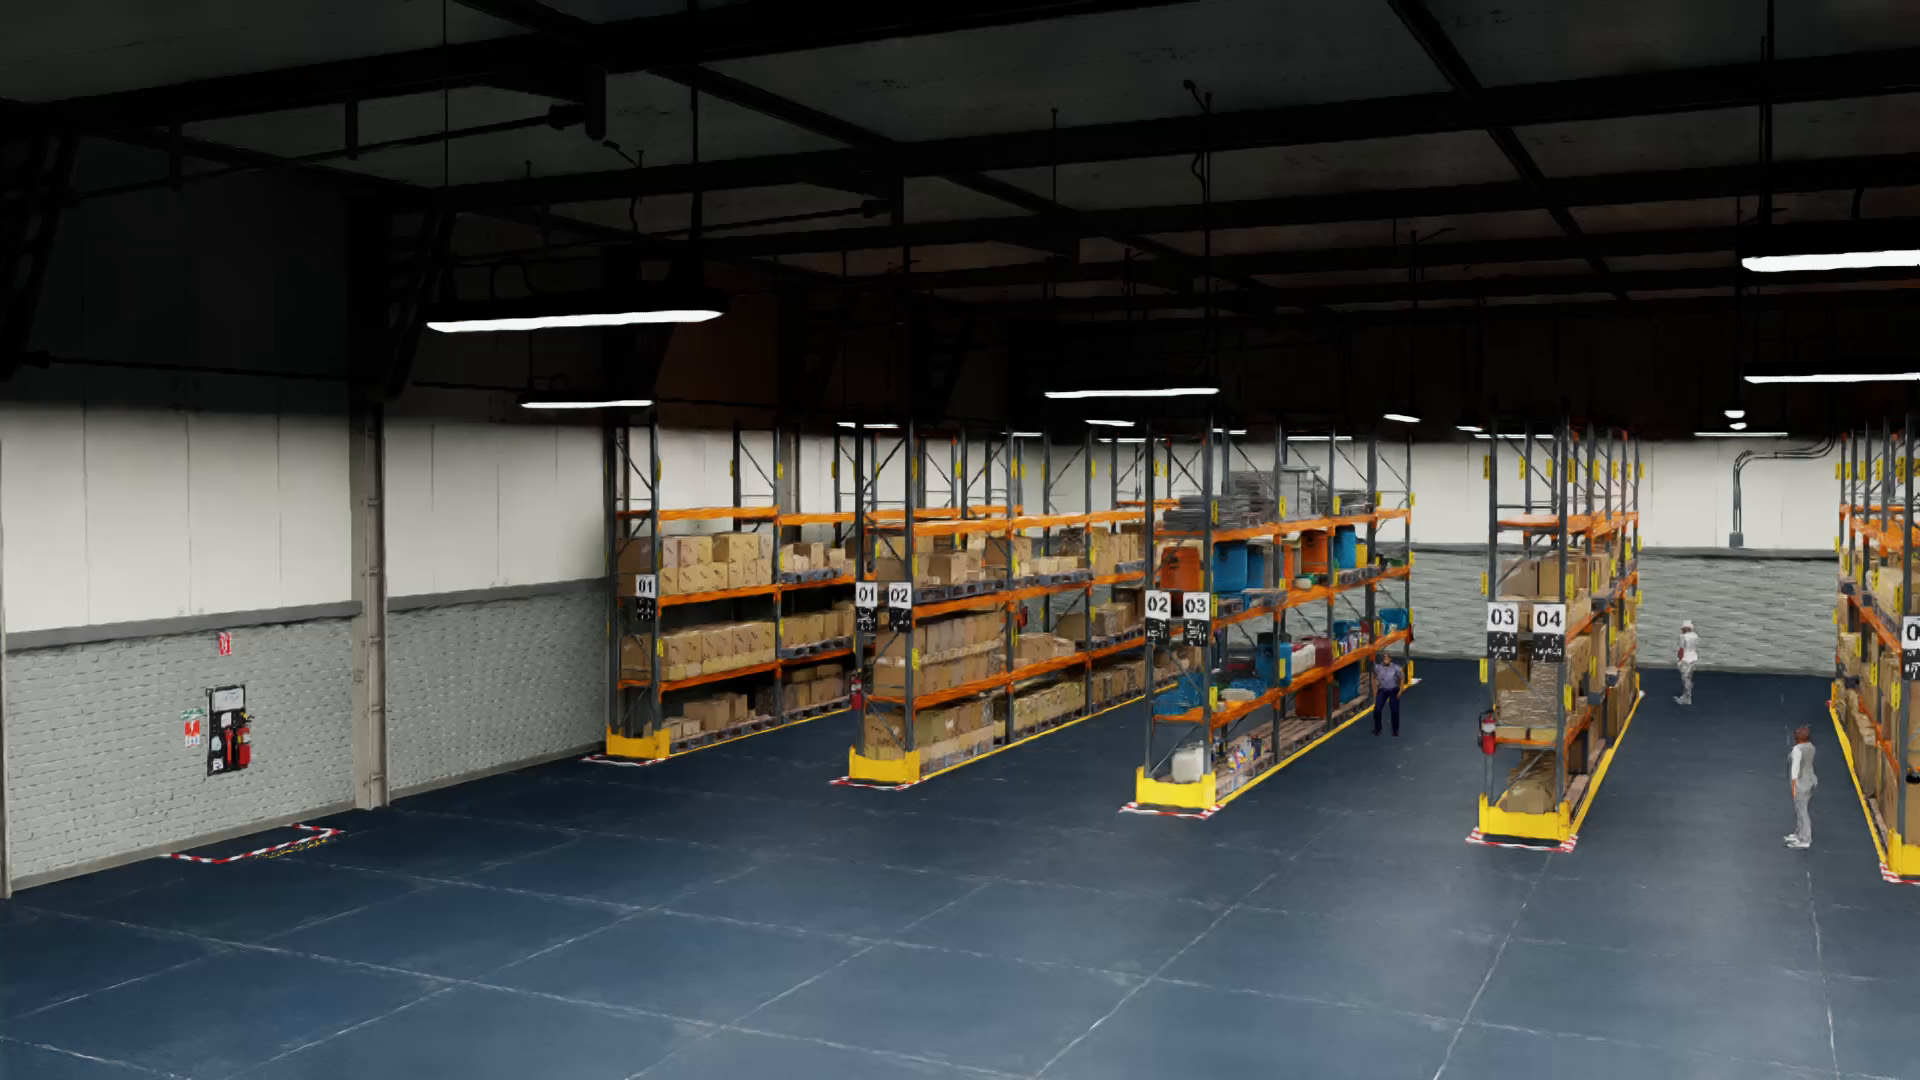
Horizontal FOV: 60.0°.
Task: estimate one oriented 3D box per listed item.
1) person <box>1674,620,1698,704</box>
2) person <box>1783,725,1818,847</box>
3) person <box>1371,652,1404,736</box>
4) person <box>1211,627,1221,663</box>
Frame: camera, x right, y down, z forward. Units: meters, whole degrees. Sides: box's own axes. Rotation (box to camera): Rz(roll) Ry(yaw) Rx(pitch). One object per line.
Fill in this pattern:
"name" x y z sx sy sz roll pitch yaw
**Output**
"person" 15.499 2.597 35.588 0.613 1.784 0.498 -2 3 -34
"person" 11.151 3.261 22.090 0.467 1.599 0.449 -2 3 -35
"person" 8.063 2.893 31.369 0.625 1.596 0.517 1 3 23
"person" 6.607 2.410 43.282 0.453 1.538 0.880 0 2 2
